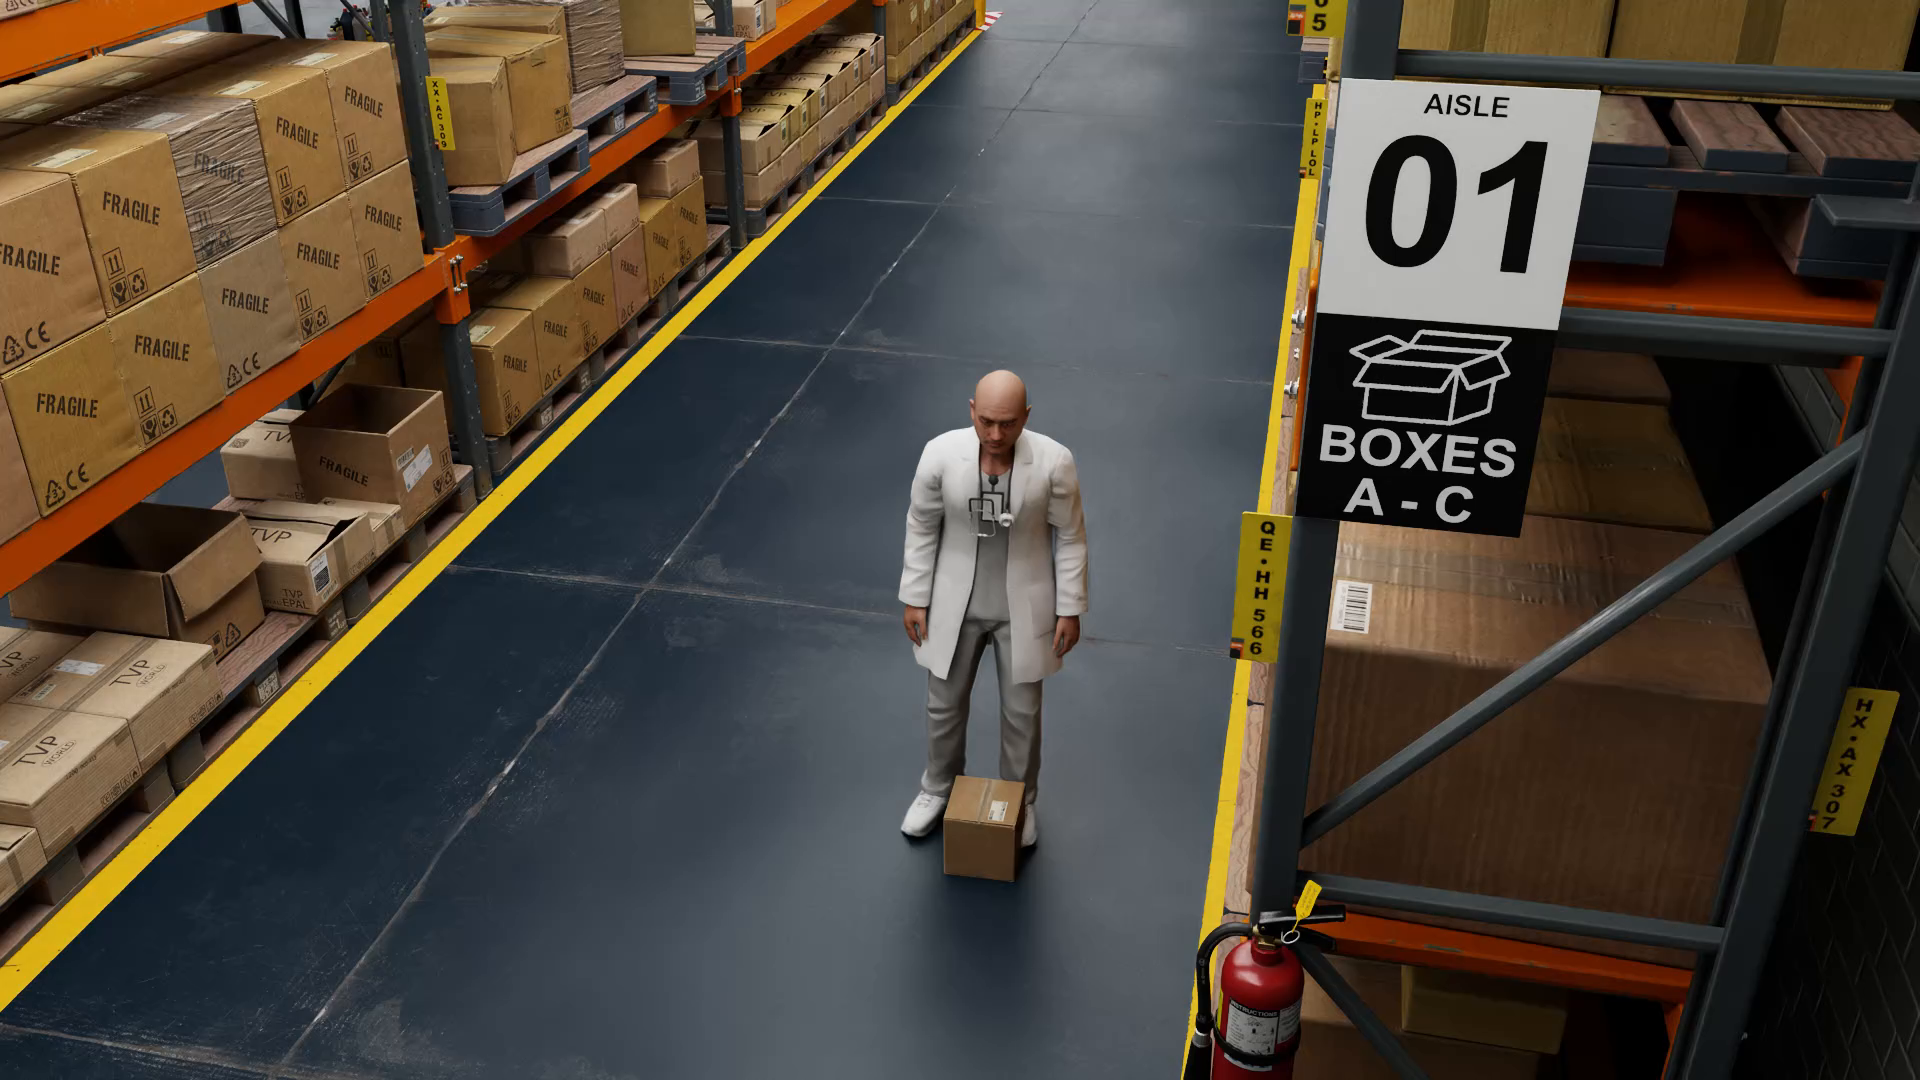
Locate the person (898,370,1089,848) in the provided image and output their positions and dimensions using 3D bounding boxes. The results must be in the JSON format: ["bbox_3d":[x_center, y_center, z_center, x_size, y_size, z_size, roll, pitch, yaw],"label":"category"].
[{"bbox_3d":[0.114,0.233,5.709,0.654,1.774,0.426,4,29,7],"label":"person"}]
